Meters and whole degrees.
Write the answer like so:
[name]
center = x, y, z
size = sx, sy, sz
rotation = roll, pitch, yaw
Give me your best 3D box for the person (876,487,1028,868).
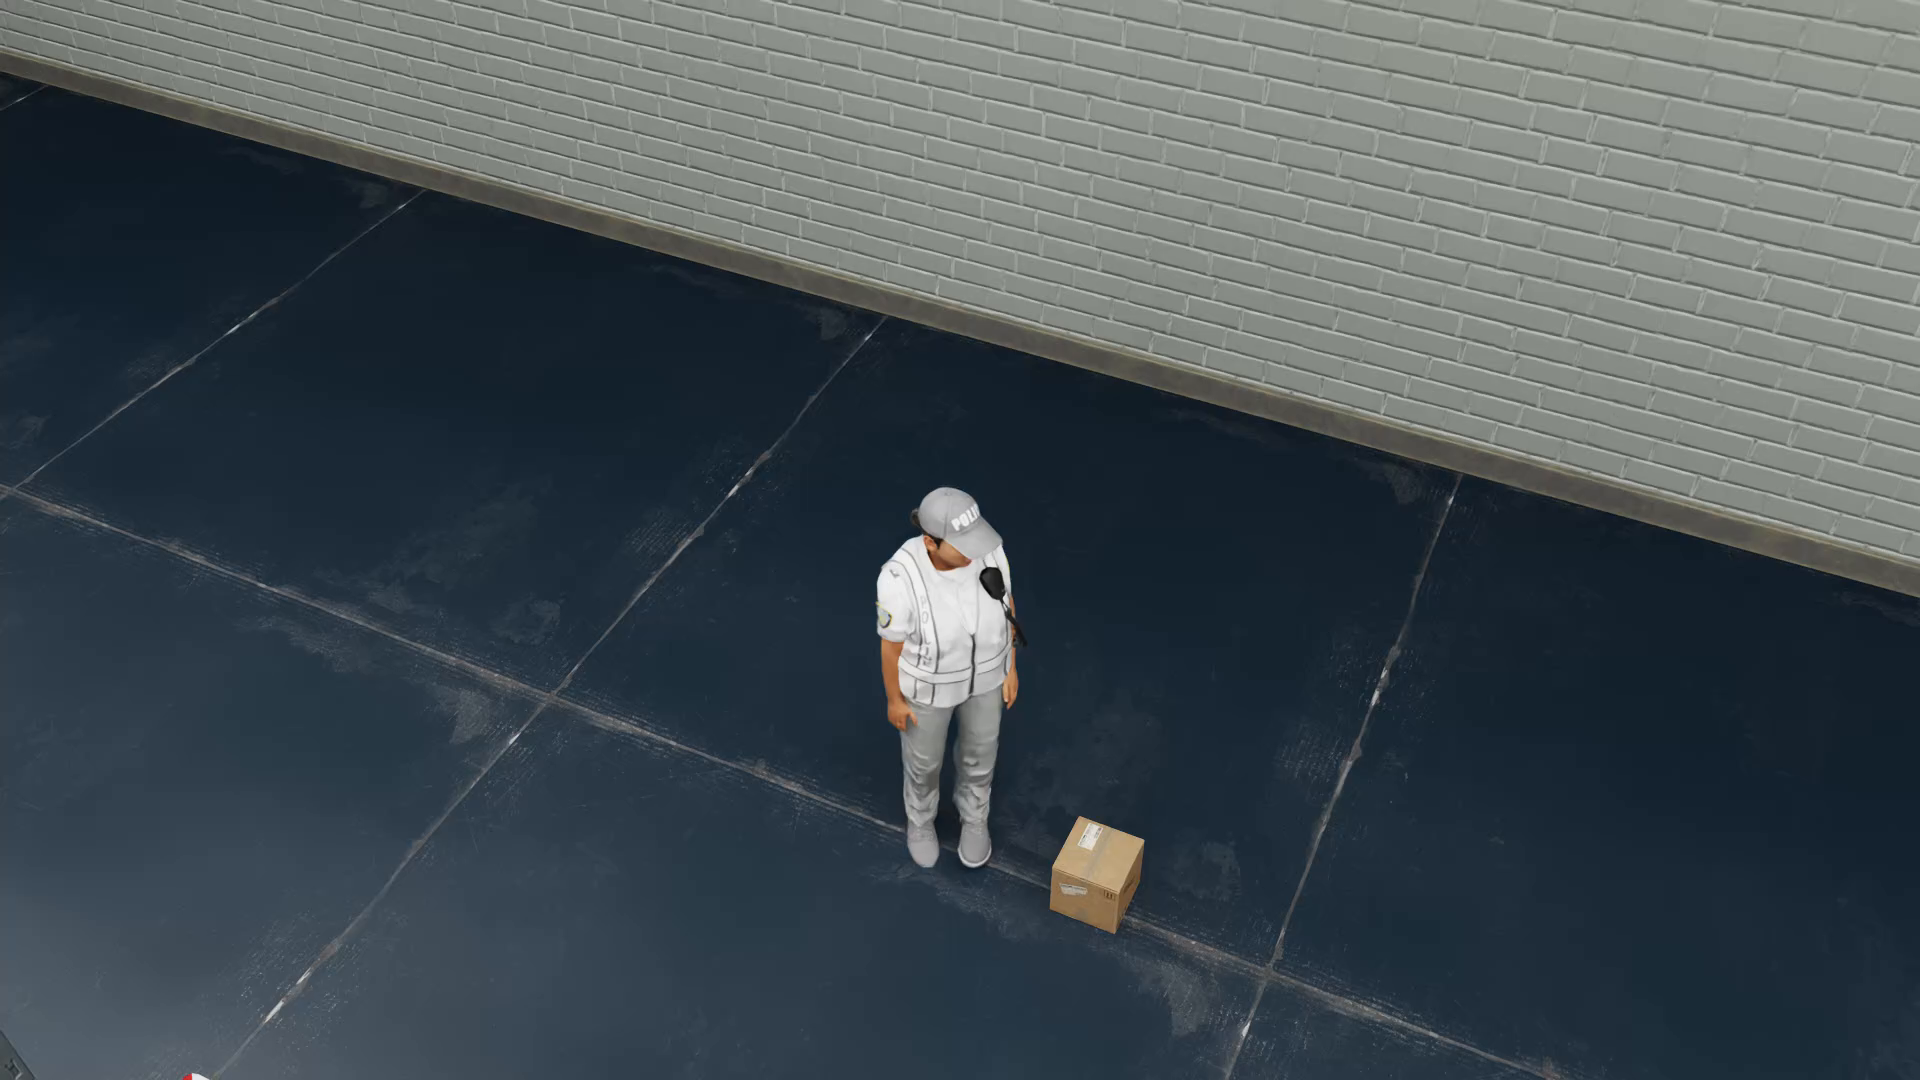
[person]
center = -0.035, 0.478, 5.640
size = 0.491, 1.715, 0.427
rotation = -17, 45, -18
